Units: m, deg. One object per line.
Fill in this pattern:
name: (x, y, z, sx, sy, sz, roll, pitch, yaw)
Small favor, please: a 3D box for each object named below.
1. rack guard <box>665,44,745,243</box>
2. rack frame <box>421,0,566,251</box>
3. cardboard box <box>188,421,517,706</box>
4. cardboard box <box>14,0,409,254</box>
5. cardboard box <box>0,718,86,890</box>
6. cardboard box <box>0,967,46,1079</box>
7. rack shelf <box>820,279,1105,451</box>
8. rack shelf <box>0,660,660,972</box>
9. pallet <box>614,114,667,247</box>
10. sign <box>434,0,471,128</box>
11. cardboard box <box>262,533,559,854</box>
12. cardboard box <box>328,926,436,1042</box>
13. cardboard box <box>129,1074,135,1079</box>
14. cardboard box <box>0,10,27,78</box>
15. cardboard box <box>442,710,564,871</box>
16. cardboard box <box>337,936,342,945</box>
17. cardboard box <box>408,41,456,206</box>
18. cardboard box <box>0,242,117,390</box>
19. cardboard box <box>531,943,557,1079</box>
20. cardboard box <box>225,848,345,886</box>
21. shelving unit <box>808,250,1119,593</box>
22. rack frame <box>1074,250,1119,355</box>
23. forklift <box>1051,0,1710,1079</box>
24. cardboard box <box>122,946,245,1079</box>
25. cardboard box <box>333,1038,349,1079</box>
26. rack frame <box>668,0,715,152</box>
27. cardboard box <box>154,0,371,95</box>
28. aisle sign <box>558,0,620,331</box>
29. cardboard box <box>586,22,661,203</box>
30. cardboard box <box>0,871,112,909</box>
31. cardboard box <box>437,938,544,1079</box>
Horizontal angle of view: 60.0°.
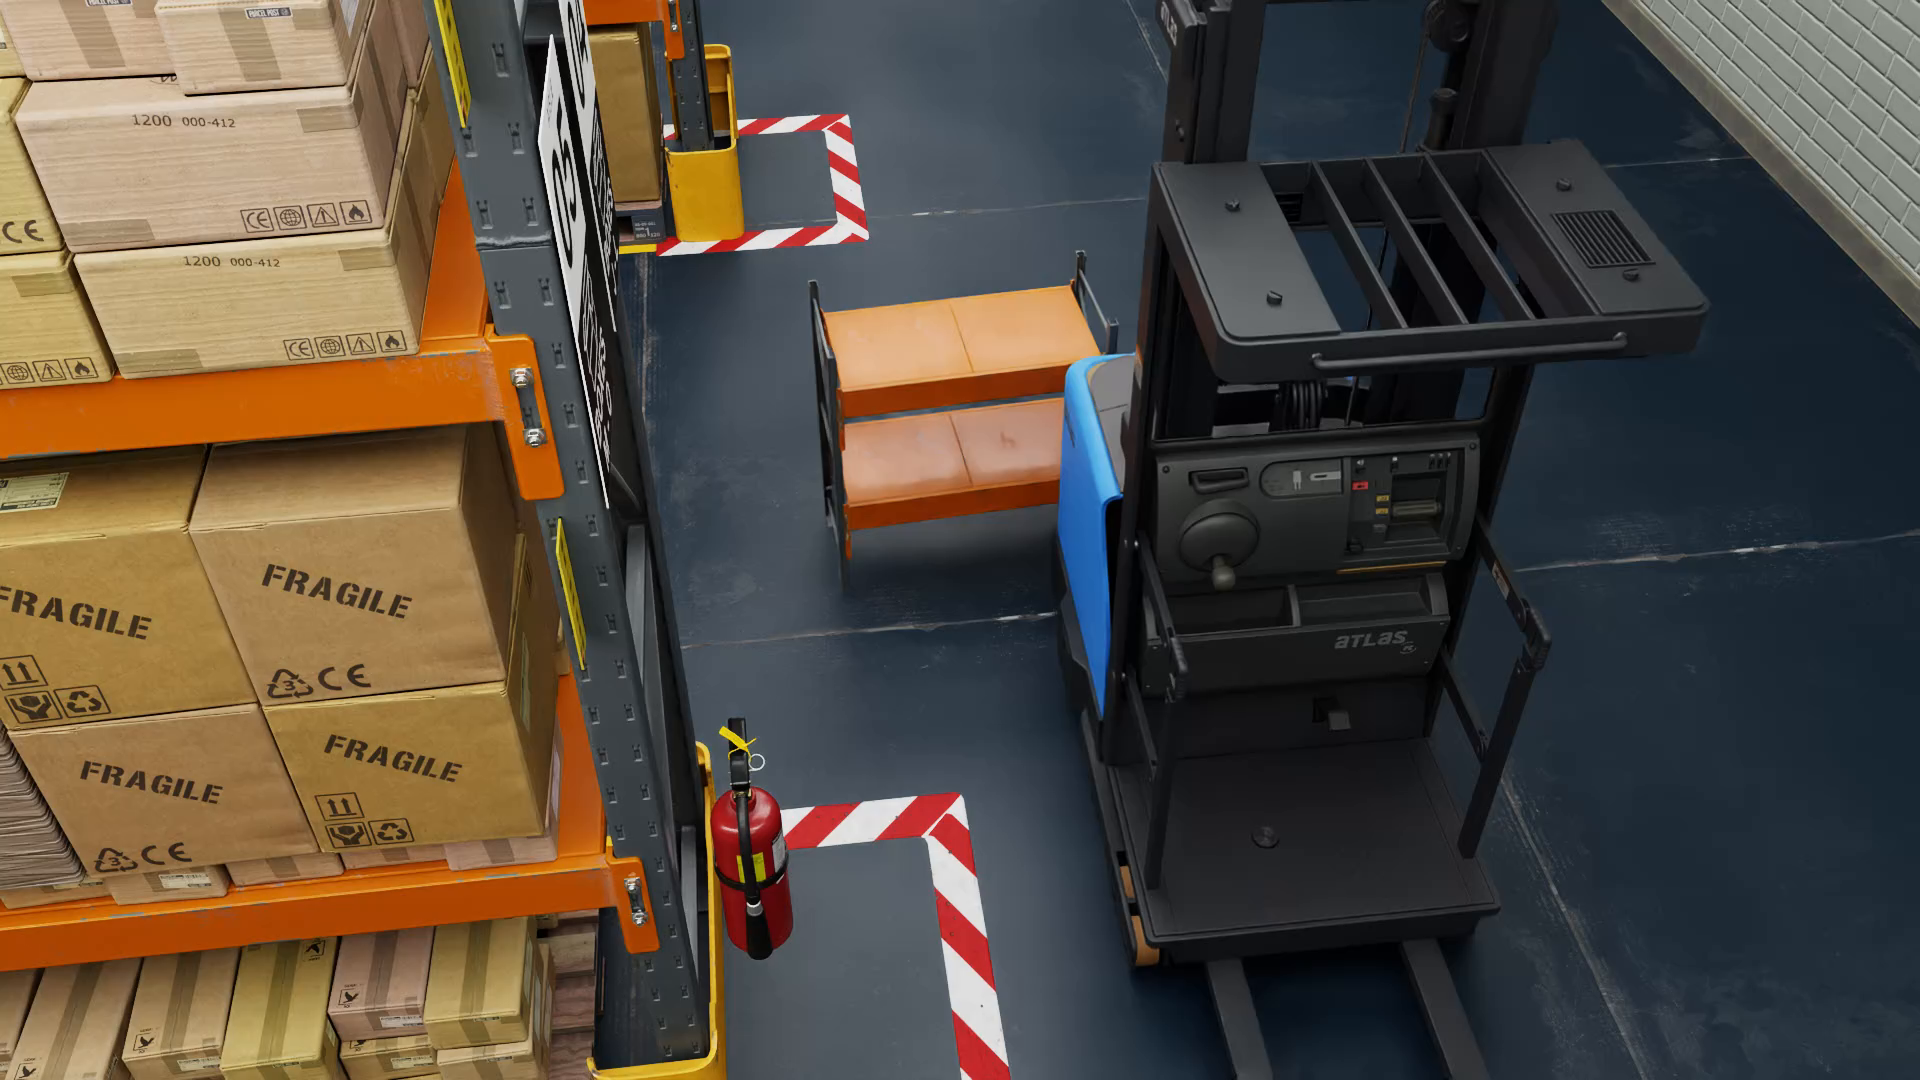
rack guard: (-1.339, -2.089, 8.693, 0.348, 0.500, 1.175, -5, 42, -6)
rack frame: (-0.820, -1.940, 2.182, 0.127, 3.000, 1.000, -5, 42, -6)
cardboard box: (-1.241, -0.026, 3.497, 0.500, 0.500, 0.500, -6, 42, -6)
cardboard box: (-1.244, -0.747, 2.838, 0.500, 0.250, 0.500, -6, 42, -7)
cardboard box: (-2.245, 0.442, 3.724, 0.500, 0.500, 0.500, -5, 42, -5)
cardboard box: (-2.609, 1.264, 4.480, 0.250, 0.149, 0.380, -6, 42, -7)
rack shelf: (0.003, -0.662, 6.207, 1.000, 0.278, 0.538, -8, 43, -8)
rack shelf: (-2.803, 0.728, 4.240, 4.000, 0.370, 1.077, -5, 42, -6)
pallet: (-2.145, -1.858, 8.653, 1.213, 0.211, 1.003, -5, 42, -6)
sign: (-0.768, -0.785, 2.480, 0.005, 0.325, 0.100, -5, 42, -6)
cardboard box: (-1.232, 0.350, 3.826, 0.500, 0.500, 0.500, -4, 42, -5)
cardboard box: (-1.568, 1.167, 4.587, 0.250, 0.149, 0.380, -4, 42, -5)
cardboard box: (-2.333, 1.415, 4.535, 0.250, 0.149, 0.380, -4, 42, -5)
cardboard box: (-1.623, -0.901, 2.711, 0.250, 0.149, 0.380, -6, 42, -7)
cardboard box: (-1.106, 0.597, 4.036, 0.250, 0.149, 0.380, -5, 42, -5)
cardboard box: (-1.883, 1.021, 4.971, 0.250, 0.149, 0.380, -4, 42, -5)
cardboard box: (-1.298, -0.901, 3.382, 0.500, 0.250, 0.500, -4, 42, -4)
cardboard box: (-1.741, -0.506, 2.944, 0.500, 0.250, 0.500, -5, 42, -5)
cardboard box: (-1.315, 1.374, 4.802, 0.250, 0.149, 0.380, -4, 42, -5)
cardboard box: (-1.605, 0.625, 4.005, 0.250, 0.149, 0.380, -5, 42, -6)
shelving unit: (0.003, -0.445, 6.403, 1.048, 1.125, 0.538, -8, 43, -8)
rack frame: (0.501, -0.512, 6.478, 0.032, 1.125, 0.500, -8, 43, -8)
forklift: (1.040, 0.005, 4.556, 1.130, 2.935, 3.031, -4, 42, -5)
cardboard box: (-2.074, 1.254, 4.490, 0.250, 0.149, 0.380, -7, 42, -7)
cardboard box: (-1.821, 1.361, 4.594, 0.250, 0.149, 0.380, -7, 42, -7)
rack frame: (-1.363, -3.015, 7.853, 0.127, 3.000, 1.000, -5, 42, -6)
cardboard box: (-1.111, -0.880, 2.688, 0.250, 0.149, 0.380, -5, 42, -6)
aisle sign: (-0.786, -0.883, 3.549, 0.004, 0.787, 0.394, -5, 42, -6)
cardboard box: (-1.987, -2.274, 8.304, 0.875, 0.875, 0.875, -5, 42, -6)
cardboard box: (-2.120, 0.666, 3.959, 0.250, 0.149, 0.380, -7, 42, -7)
cardboard box: (-1.306, 1.315, 4.645, 0.250, 0.149, 0.380, -6, 42, -7)
